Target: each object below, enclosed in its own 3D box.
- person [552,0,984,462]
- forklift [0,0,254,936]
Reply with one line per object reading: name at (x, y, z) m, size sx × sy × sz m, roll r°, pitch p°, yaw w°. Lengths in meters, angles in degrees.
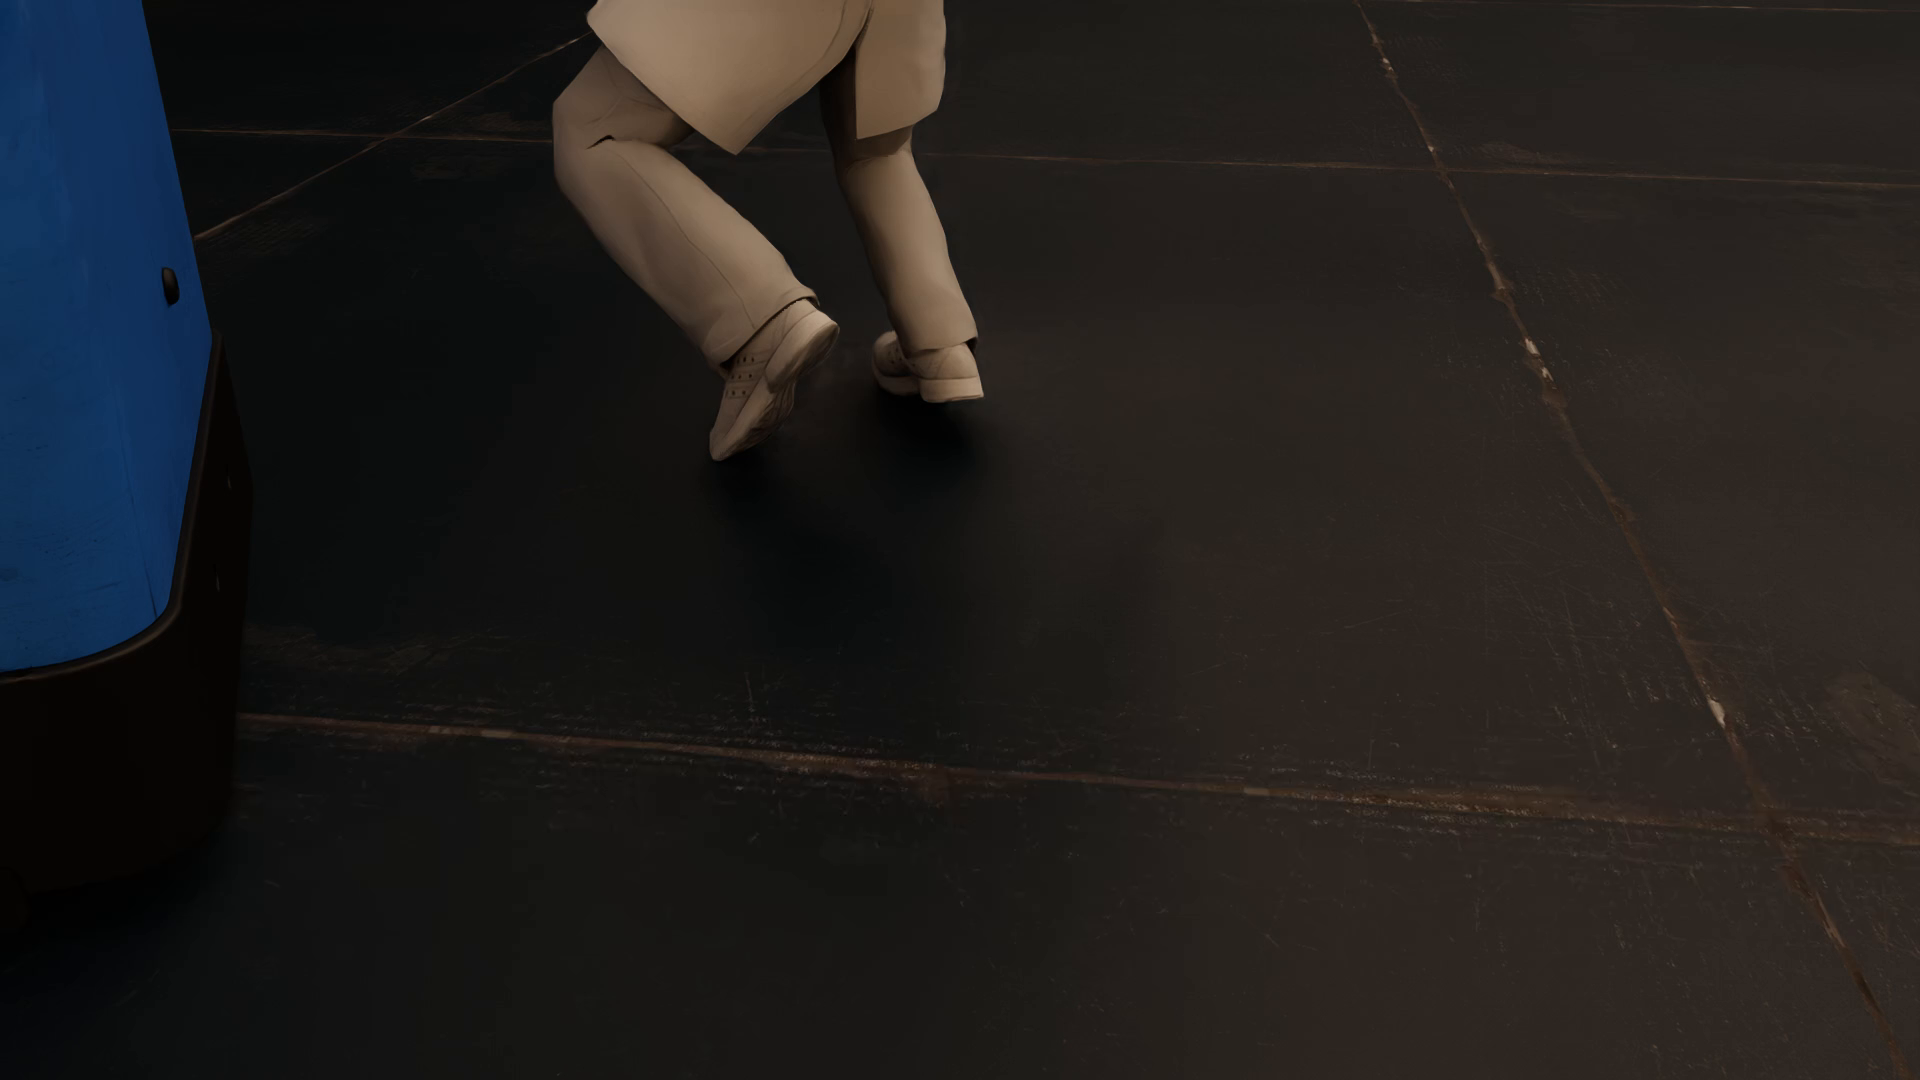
person at (-0.156, -0.975, 2.561) m, size 1.047 × 1.714 × 0.748 m, roll -22°, pitch 34°, yaw -37°
forklift at (-2.352, -0.924, 1.069) m, size 3.031 × 2.935 × 1.130 m, roll -9°, pitch 28°, yaw -17°
